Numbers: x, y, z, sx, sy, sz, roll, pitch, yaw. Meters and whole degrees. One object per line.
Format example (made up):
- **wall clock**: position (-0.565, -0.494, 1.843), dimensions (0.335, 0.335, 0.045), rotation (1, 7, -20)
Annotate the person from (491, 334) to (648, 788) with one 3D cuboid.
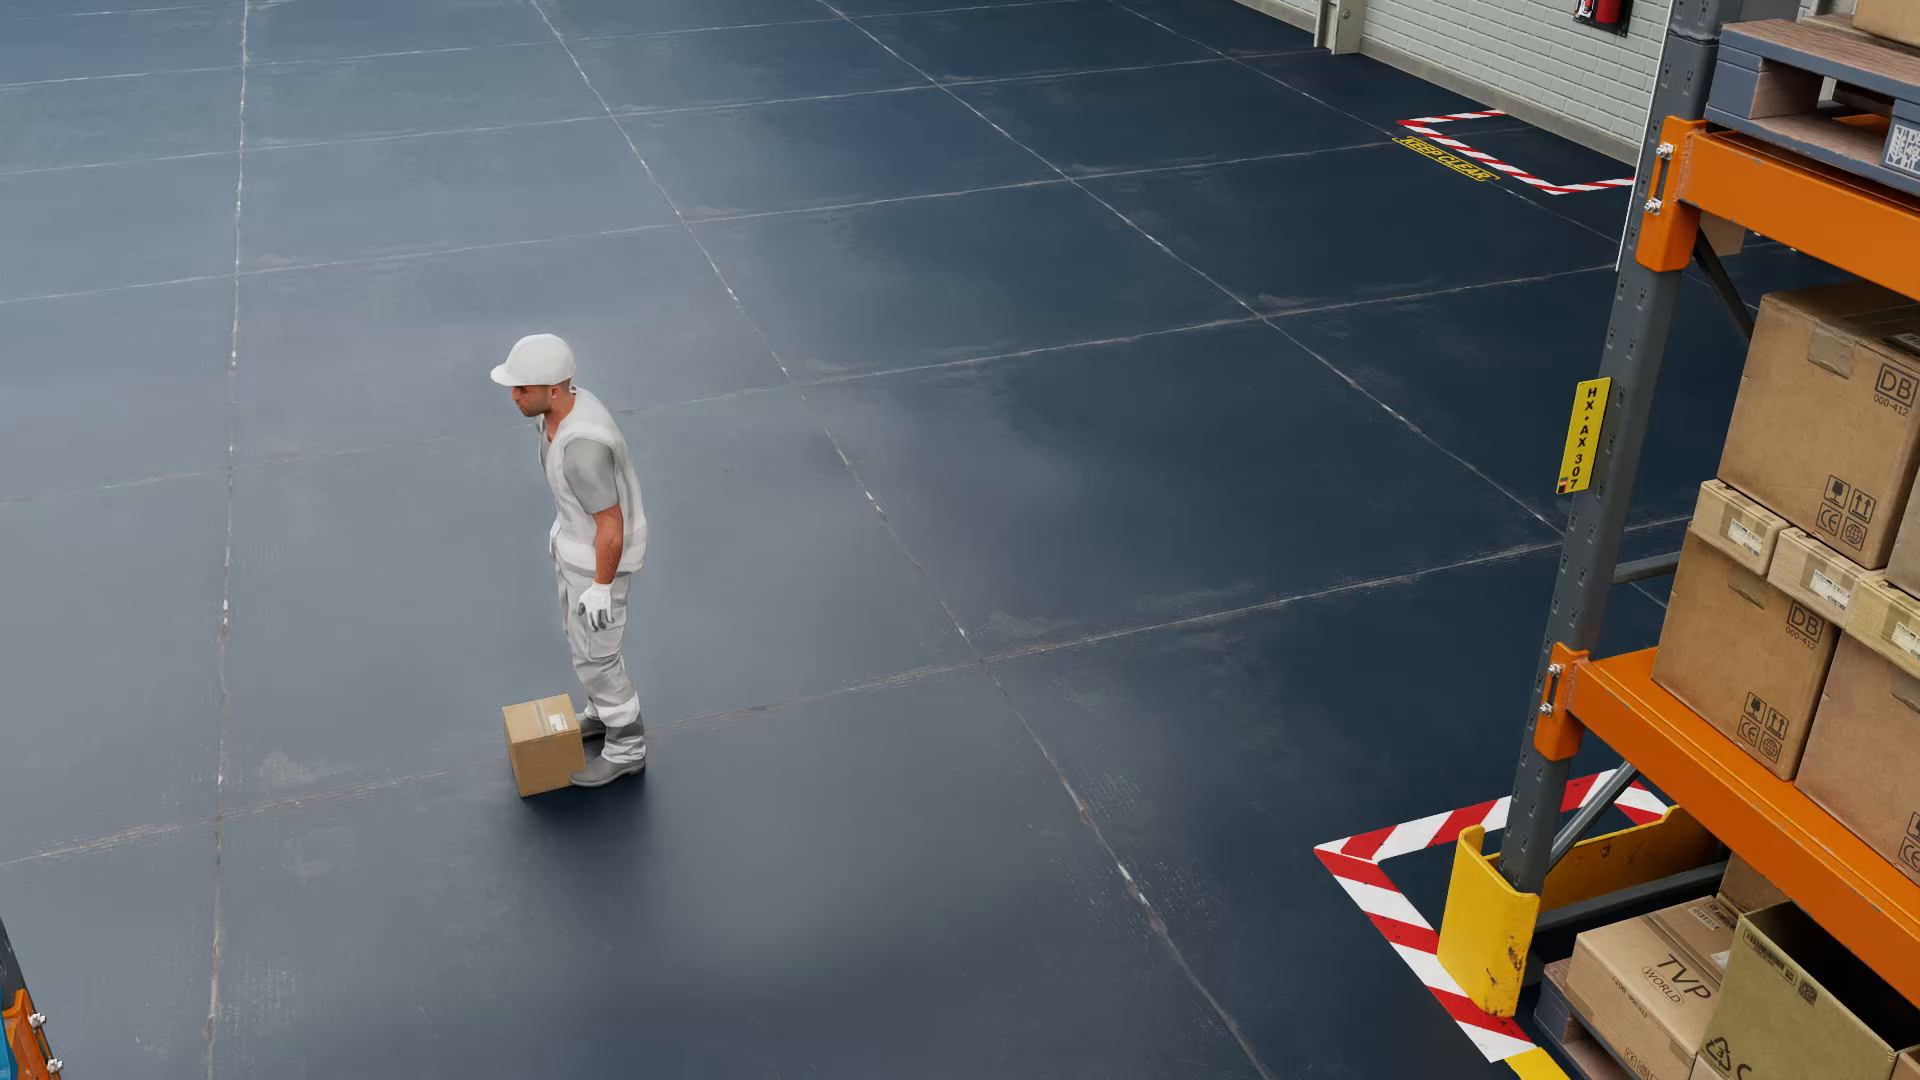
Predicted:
- **person**: position (-1.360, 0.070, 5.992), dimensions (0.453, 1.777, 0.609), rotation (-12, 32, -20)
